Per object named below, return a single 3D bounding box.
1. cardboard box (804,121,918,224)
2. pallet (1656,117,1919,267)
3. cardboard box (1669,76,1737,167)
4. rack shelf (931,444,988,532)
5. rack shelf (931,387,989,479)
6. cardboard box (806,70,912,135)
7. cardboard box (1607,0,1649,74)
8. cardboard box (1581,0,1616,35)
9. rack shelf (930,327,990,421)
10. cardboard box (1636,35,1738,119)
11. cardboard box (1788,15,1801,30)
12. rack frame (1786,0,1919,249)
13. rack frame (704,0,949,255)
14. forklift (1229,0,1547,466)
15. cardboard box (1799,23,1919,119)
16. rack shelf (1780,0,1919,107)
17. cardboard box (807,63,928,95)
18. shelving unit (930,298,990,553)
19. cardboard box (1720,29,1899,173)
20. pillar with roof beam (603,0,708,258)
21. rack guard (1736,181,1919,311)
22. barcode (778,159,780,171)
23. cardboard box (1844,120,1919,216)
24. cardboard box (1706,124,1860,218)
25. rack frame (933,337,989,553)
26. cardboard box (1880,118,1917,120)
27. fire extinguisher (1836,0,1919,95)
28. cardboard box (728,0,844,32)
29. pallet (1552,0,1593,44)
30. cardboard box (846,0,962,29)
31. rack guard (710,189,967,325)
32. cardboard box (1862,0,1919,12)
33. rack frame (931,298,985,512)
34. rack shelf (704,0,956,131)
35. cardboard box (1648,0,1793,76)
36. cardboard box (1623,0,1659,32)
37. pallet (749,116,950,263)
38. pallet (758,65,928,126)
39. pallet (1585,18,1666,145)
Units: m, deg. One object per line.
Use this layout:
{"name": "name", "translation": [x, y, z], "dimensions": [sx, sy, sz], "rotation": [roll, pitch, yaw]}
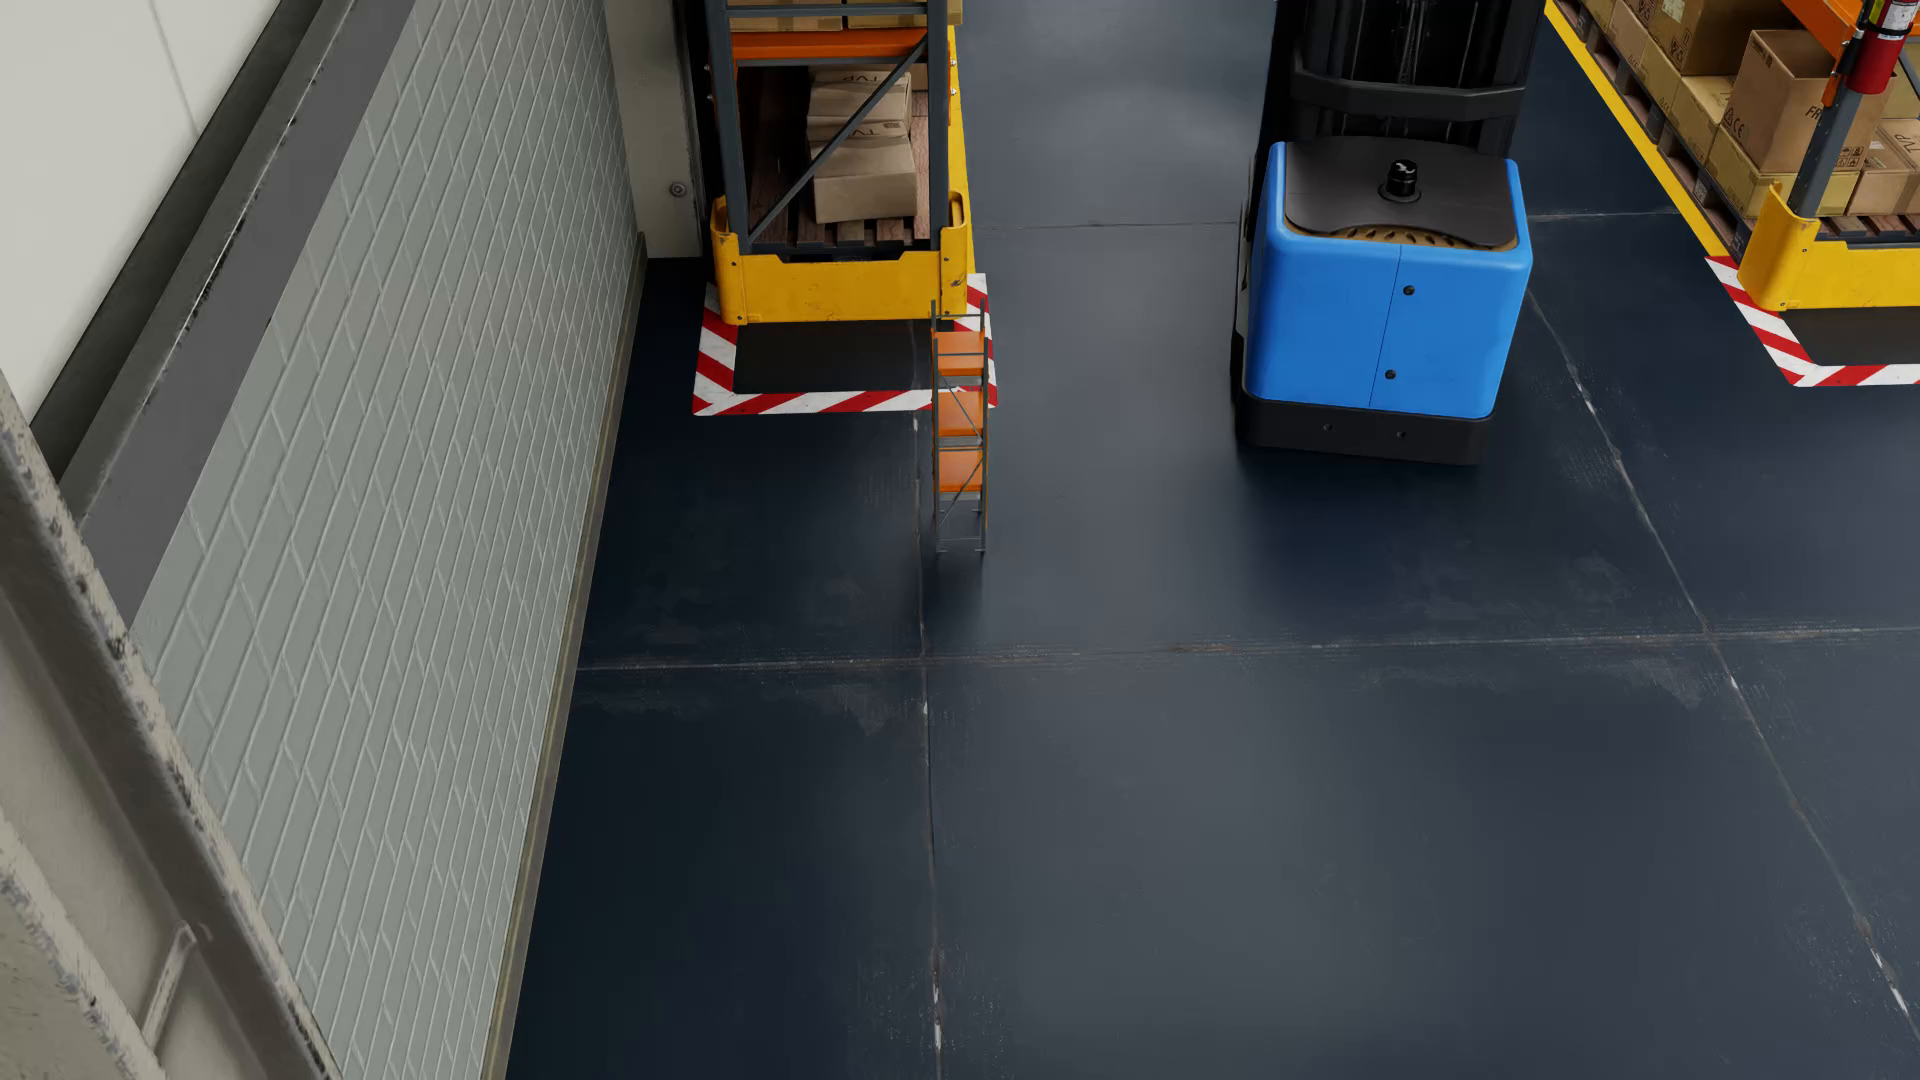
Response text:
{"name": "cardboard box", "translation": [-0.493, -1.843, 8.205], "dimensions": [0.500, 0.311, 0.500], "rotation": [-6, 43, -7]}
{"name": "pallet", "translation": [4.321, -1.834, 8.594], "dimensions": [1.003, 0.211, 1.213], "rotation": [-2, 43, -2]}
{"name": "cardboard box", "translation": [4.045, -2.179, 8.631], "dimensions": [0.500, 0.250, 0.500], "rotation": [-2, 43, -2]}
{"name": "rack shelf", "translation": [-0.002, -0.210, 6.630], "dimensions": [0.215, 0.259, 0.240], "rotation": [-2, 43, -2]}
{"name": "rack shelf", "translation": [-0.002, -0.415, 6.442], "dimensions": [0.215, 0.259, 0.240], "rotation": [-2, 43, -2]}
{"name": "cardboard box", "translation": [-0.517, -2.228, 8.625], "dimensions": [0.500, 0.311, 0.500], "rotation": [2, 43, 2]}
{"name": "cardboard box", "translation": [4.002, -2.854, 9.368], "dimensions": [0.500, 0.250, 0.500], "rotation": [-2, 43, -2]}
{"name": "cardboard box", "translation": [3.975, -3.191, 9.736], "dimensions": [0.500, 0.250, 0.500], "rotation": [-2, 43, -2]}
{"name": "rack shelf", "translation": [-0.002, -0.625, 6.250], "dimensions": [0.215, 0.259, 0.240], "rotation": [-2, 43, -2]}
{"name": "cardboard box", "translation": [4.022, -2.516, 8.999], "dimensions": [0.500, 0.250, 0.500], "rotation": [-2, 43, -2]}
{"name": "cardboard box", "translation": [4.538, -2.807, 8.762], "dimensions": [0.500, 0.500, 0.500], "rotation": [-2, 43, -2]}
{"name": "rack frame", "translation": [4.396, -2.347, 7.090], "dimensions": [1.000, 3.000, 0.127], "rotation": [-2, 43, -2]}
{"name": "rack frame", "translation": [-0.553, -2.202, 6.933], "dimensions": [1.000, 3.000, 0.127], "rotation": [-2, 43, -2]}
{"name": "forklift", "translation": [1.924, -2.394, 7.193], "dimensions": [1.130, 2.935, 3.031], "rotation": [6, 43, 7]}
{"name": "cardboard box", "translation": [4.572, -2.470, 8.394], "dimensions": [0.500, 0.500, 0.500], "rotation": [-2, 43, -2]}
{"name": "rack shelf", "translation": [4.311, -3.432, 8.806], "dimensions": [1.077, 0.370, 4.000], "rotation": [-2, 43, -2]}
{"name": "cardboard box", "translation": [-0.498, -2.794, 9.103], "dimensions": [0.700, 0.500, 0.500], "rotation": [-4, 43, -4]}
{"name": "shelving unit", "translation": [-0.002, -0.423, 6.435], "dimensions": [0.215, 1.050, 0.252], "rotation": [-2, 43, -2]}
{"name": "cardboard box", "translation": [4.076, -2.118, 8.010], "dimensions": [0.500, 0.500, 0.500], "rotation": [-2, 43, -2]}
{"name": "pillar with roof beam", "translation": [2.854, -4.985, 5.529], "dimensions": [9.100, 9.000, 0.400], "rotation": [-2, 43, -2]}
{"name": "rack guard", "translation": [4.397, -1.409, 7.917], "dimensions": [1.175, 0.500, 0.348], "rotation": [-2, 43, -2]}
{"name": "barcode", "translation": [-0.893, -1.847, 8.203], "dimensions": [0.001, 0.075, 0.075], "rotation": [-2, 43, -2]}
{"name": "cardboard box", "translation": [4.595, -1.856, 8.279], "dimensions": [0.500, 0.250, 0.500], "rotation": [-2, 43, -2]}
{"name": "cardboard box", "translation": [4.078, -1.842, 8.263], "dimensions": [0.500, 0.250, 0.500], "rotation": [-2, 43, -2]}
{"name": "rack frame", "translation": [0.003, -0.341, 6.345], "dimensions": [0.200, 1.050, 0.008], "rotation": [-2, 43, -2]}
{"name": "cardboard box", "translation": [4.570, -2.194, 8.648], "dimensions": [0.500, 0.250, 0.500], "rotation": [-2, 43, -2]}
{"name": "fire extinguisher", "translation": [3.937, -2.225, 7.015], "dimensions": [0.296, 0.674, 0.183], "rotation": [-2, 43, -2]}
{"name": "cardboard box", "translation": [-0.767, -2.464, 7.315], "dimensions": [0.500, 0.250, 0.500], "rotation": [-1, 43, -1]}
{"name": "pallet", "translation": [4.218, -3.481, 10.392], "dimensions": [1.003, 0.211, 1.213], "rotation": [-2, 43, -2]}
{"name": "cardboard box", "translation": [-0.257, -2.493, 7.346], "dimensions": [0.500, 0.250, 0.500], "rotation": [-3, 43, -3]}
{"name": "rack guard", "translation": [-0.557, -1.332, 7.833], "dimensions": [1.175, 0.500, 0.348], "rotation": [-2, 43, -2]}
{"name": "cardboard box", "translation": [4.389, -2.699, 7.401], "dimensions": [0.700, 0.500, 0.500], "rotation": [-2, 43, -2]}
{"name": "rack frame", "translation": [-0.007, -0.506, 6.525], "dimensions": [0.200, 1.050, 0.008], "rotation": [-2, 43, -2]}
{"name": "rack shelf", "translation": [-0.638, -3.287, 8.649], "dimensions": [1.077, 0.370, 4.000], "rotation": [-2, 43, -2]}
{"name": "cardboard box", "translation": [4.019, -2.793, 8.746], "dimensions": [0.500, 0.500, 0.500], "rotation": [-2, 43, -2]}
{"name": "cardboard box", "translation": [3.999, -3.130, 9.114], "dimensions": [0.500, 0.500, 0.500], "rotation": [-2, 43, -2]}
{"name": "pallet", "translation": [-0.556, -1.775, 8.530], "dimensions": [1.003, 0.211, 1.213], "rotation": [-2, 43, -2]}
{"name": "pallet", "translation": [-0.605, -2.597, 9.427], "dimensions": [1.003, 0.211, 1.213], "rotation": [-2, 43, -2]}
{"name": "pallet", "translation": [4.273, -2.656, 9.491], "dimensions": [1.003, 0.211, 1.213], "rotation": [-2, 43, -2]}
